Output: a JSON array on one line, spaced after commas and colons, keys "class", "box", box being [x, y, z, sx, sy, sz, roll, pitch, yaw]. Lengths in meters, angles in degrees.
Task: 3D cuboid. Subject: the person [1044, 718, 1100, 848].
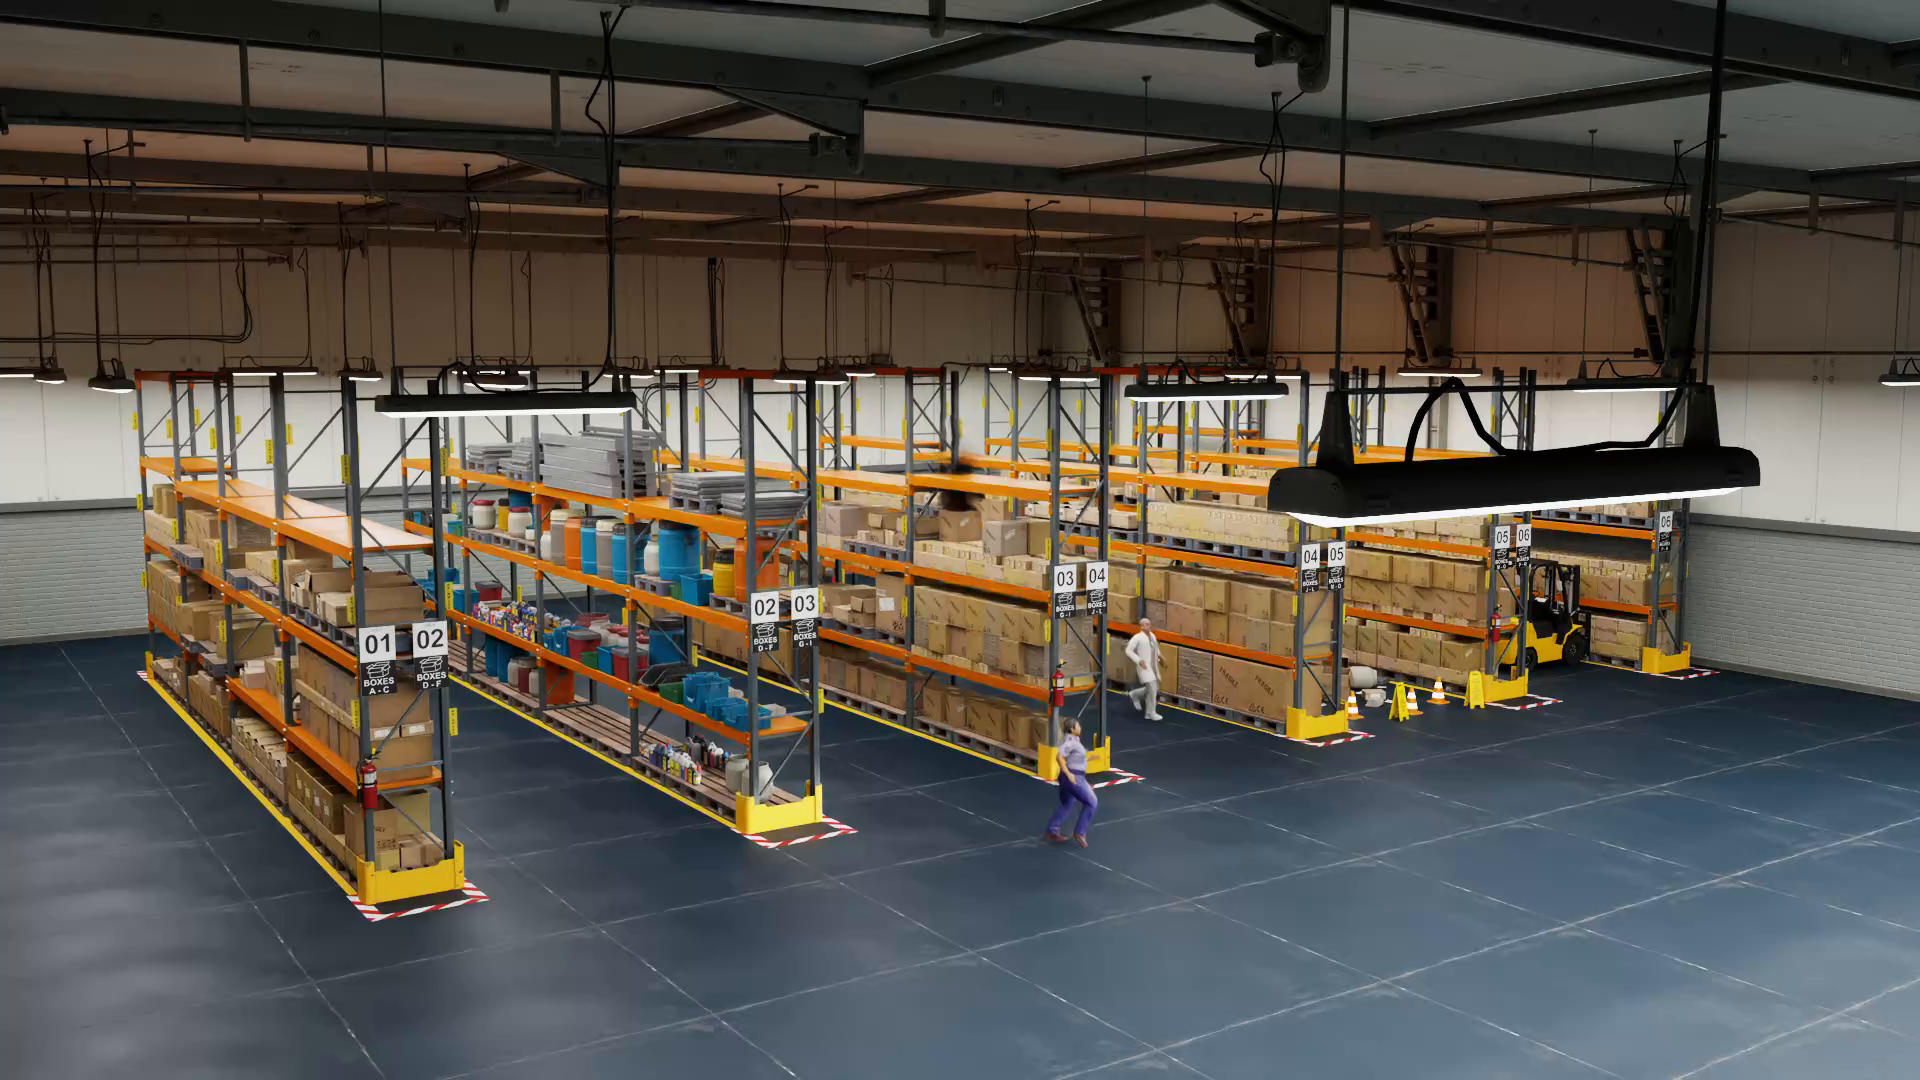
[{"class": "person", "box": [1.462, 3.120, 21.358, 0.694, 1.693, 0.574, -1, 7, -9]}]

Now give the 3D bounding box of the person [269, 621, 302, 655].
[{"class": "person", "box": [-13.432, 1.812, 33.103, 0.672, 1.624, 0.674, 6, 9, 41]}]

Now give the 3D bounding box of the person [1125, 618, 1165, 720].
[{"class": "person", "box": [3.189, 2.214, 28.725, 0.715, 1.735, 0.825, -6, 9, -42]}]

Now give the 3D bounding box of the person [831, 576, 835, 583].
[{"class": "person", "box": [-2.541, 1.600, 34.330, 0.662, 1.738, 0.599, -5, 8, -38]}]
